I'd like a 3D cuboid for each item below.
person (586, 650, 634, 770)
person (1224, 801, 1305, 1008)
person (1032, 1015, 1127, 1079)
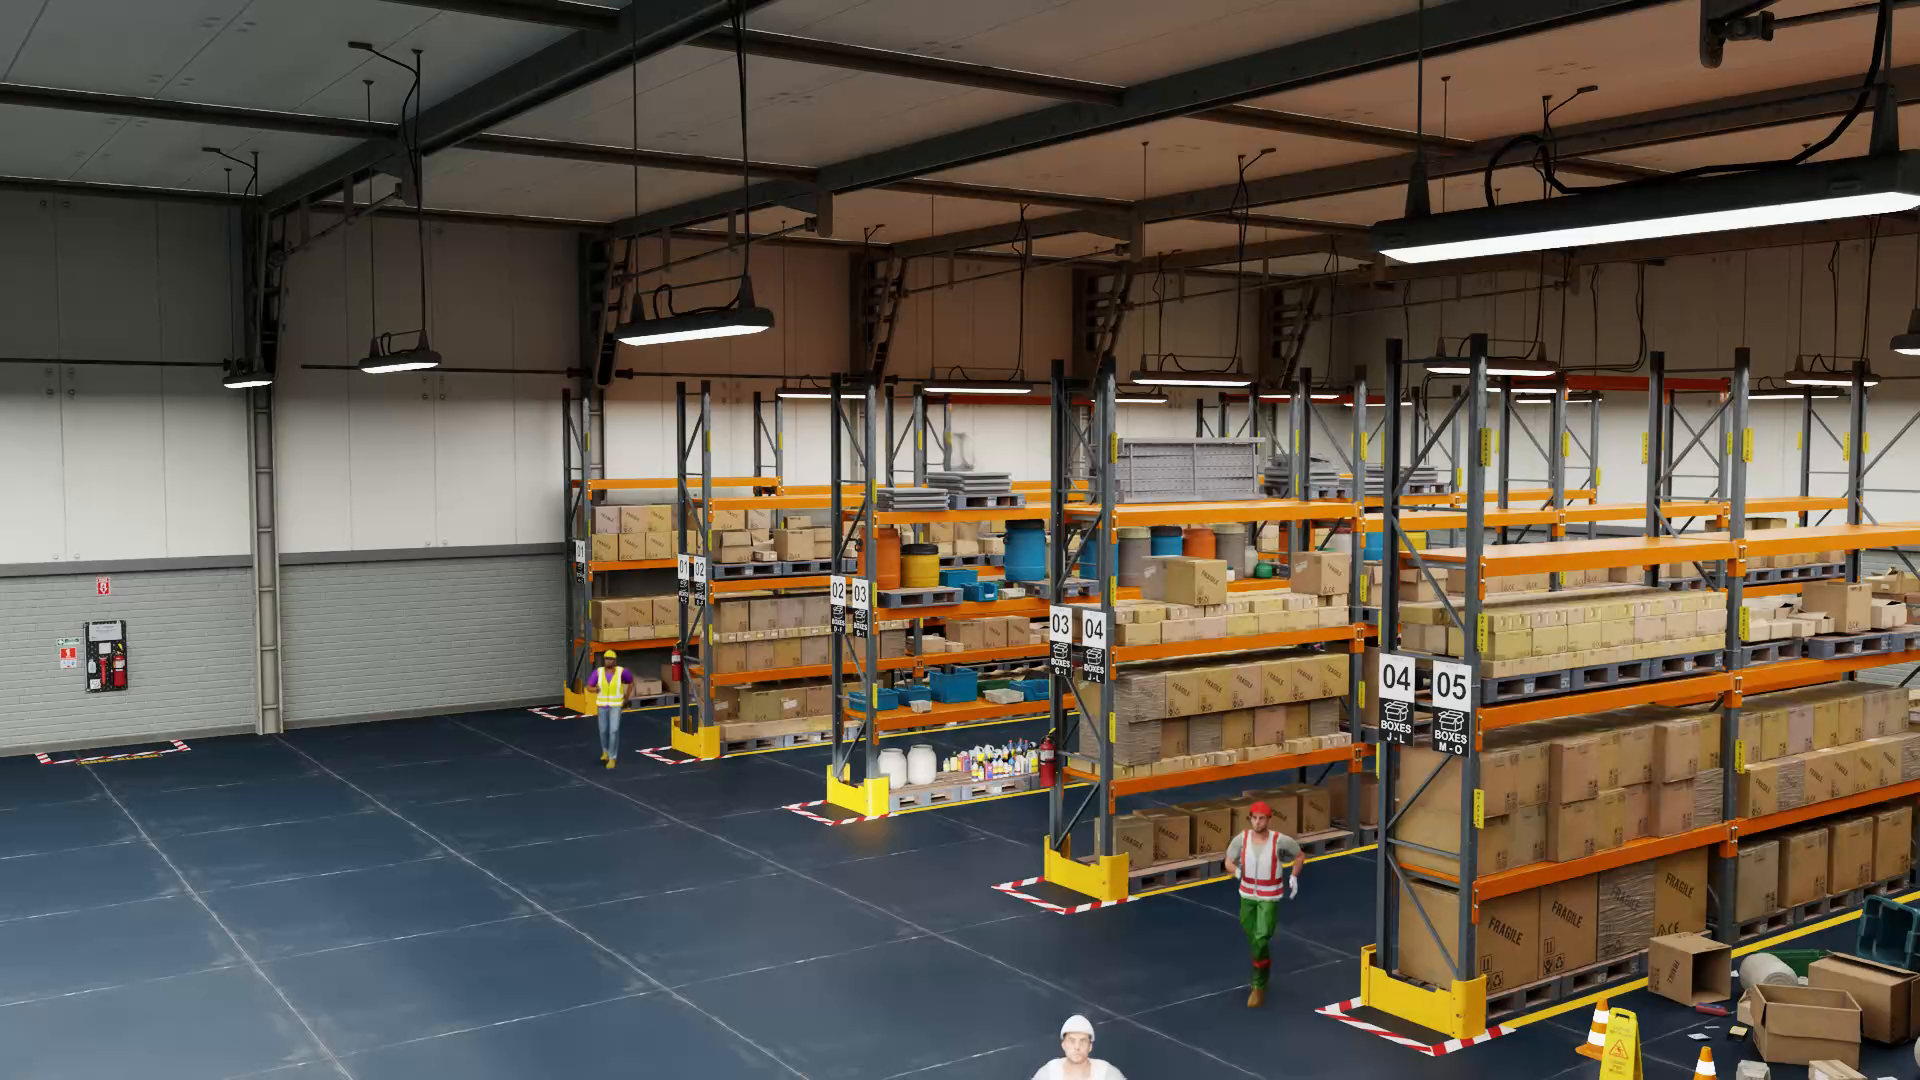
[{"bbox_3d":[-5.462,2.615,25.855,0.698,1.820,0.794,0,4,0],"label":"person"},{"bbox_3d":[2.730,3.294,15.161,0.655,1.838,0.730,2,4,32],"label":"person"},{"bbox_3d":[0.716,3.679,9.927,0.669,1.726,0.671,0,4,3],"label":"person"}]
